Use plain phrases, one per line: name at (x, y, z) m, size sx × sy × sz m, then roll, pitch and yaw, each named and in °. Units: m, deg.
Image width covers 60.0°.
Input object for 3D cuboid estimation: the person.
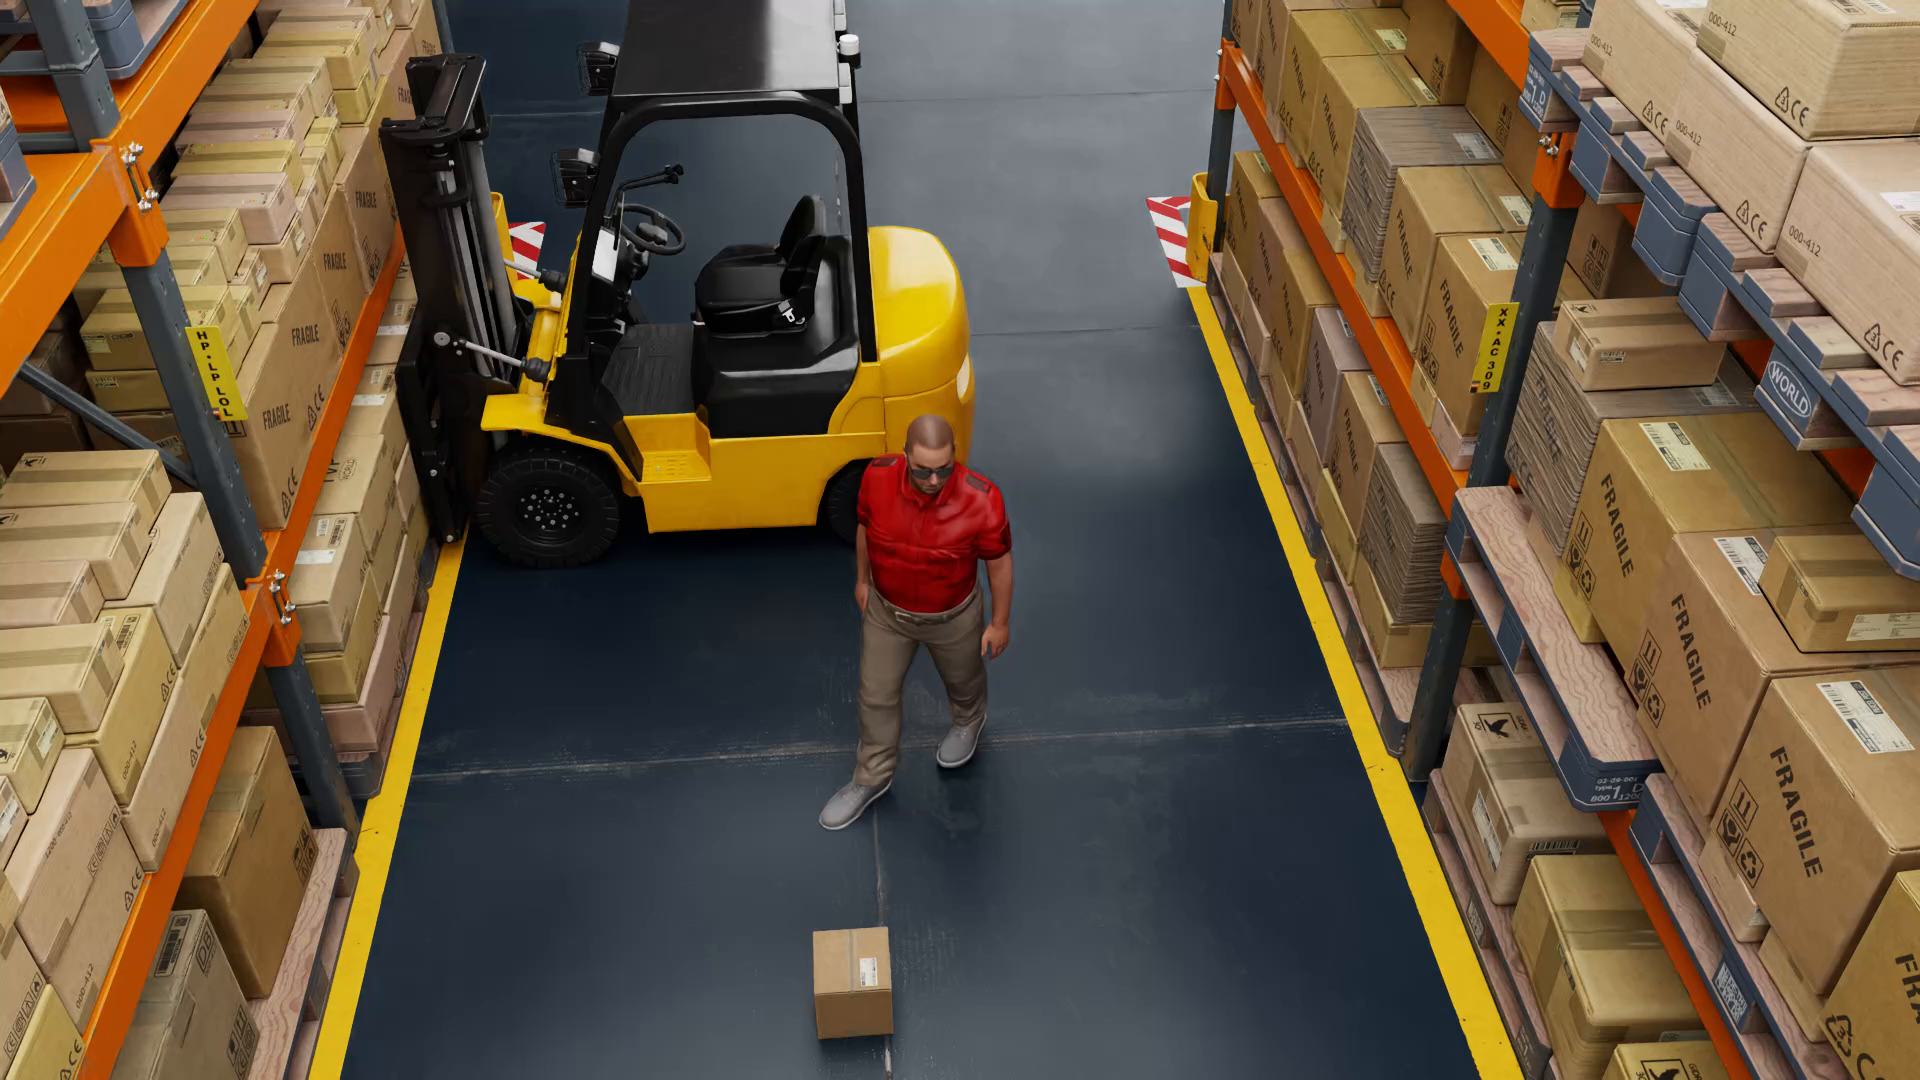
person at (-0.130, 0.253, 5.868) m, size 0.639 × 1.735 × 0.716 m, roll 11°, pitch 40°, yaw 14°
